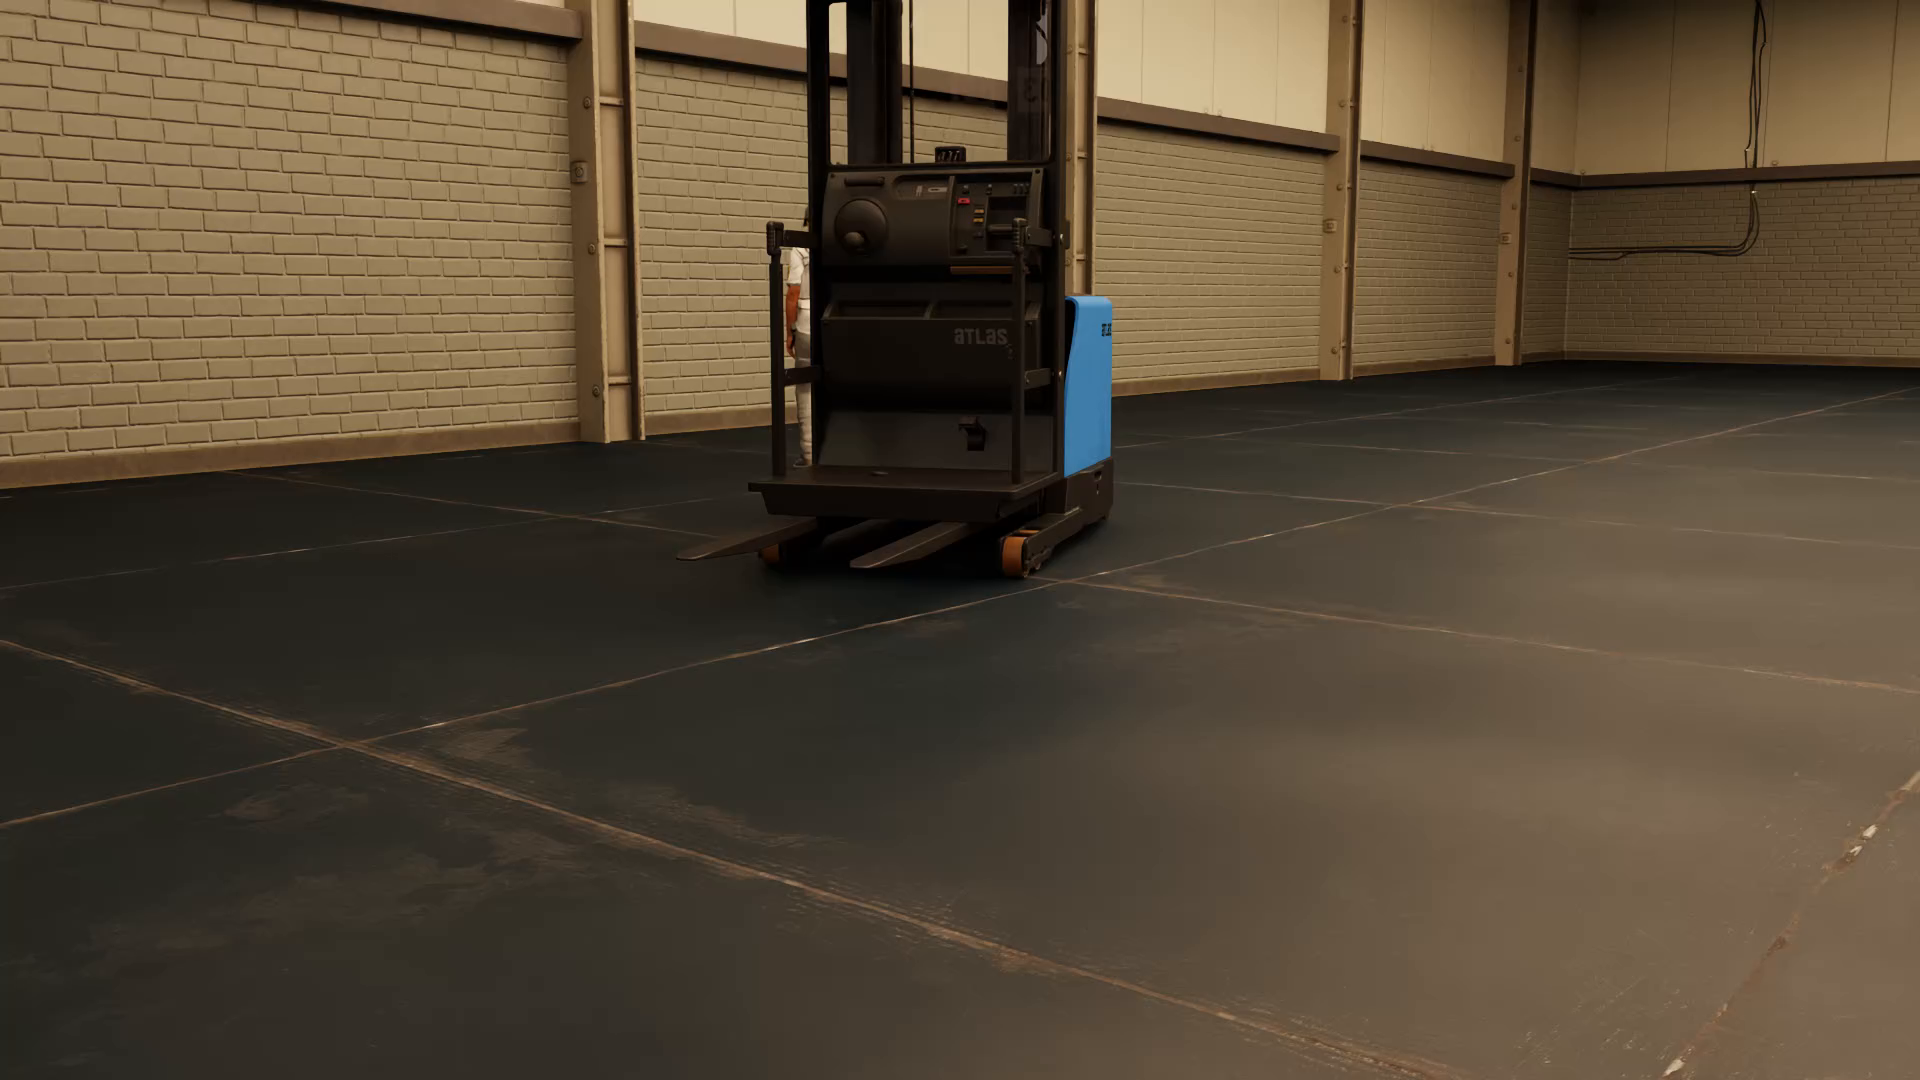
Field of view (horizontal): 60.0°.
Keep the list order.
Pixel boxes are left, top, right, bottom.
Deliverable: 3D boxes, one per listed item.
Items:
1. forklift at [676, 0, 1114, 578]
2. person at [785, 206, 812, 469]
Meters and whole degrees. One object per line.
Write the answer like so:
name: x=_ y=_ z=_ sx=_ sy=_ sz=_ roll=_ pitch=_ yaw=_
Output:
forklift: x=-0.176 y=-1.366 z=6.616 sx=1.130 sy=2.935 sz=3.031 roll=3 pitch=9 yaw=17
person: x=-0.821 y=-1.269 z=10.338 sx=0.550 sy=1.664 sz=0.470 roll=-2 pitch=9 yaw=-16
